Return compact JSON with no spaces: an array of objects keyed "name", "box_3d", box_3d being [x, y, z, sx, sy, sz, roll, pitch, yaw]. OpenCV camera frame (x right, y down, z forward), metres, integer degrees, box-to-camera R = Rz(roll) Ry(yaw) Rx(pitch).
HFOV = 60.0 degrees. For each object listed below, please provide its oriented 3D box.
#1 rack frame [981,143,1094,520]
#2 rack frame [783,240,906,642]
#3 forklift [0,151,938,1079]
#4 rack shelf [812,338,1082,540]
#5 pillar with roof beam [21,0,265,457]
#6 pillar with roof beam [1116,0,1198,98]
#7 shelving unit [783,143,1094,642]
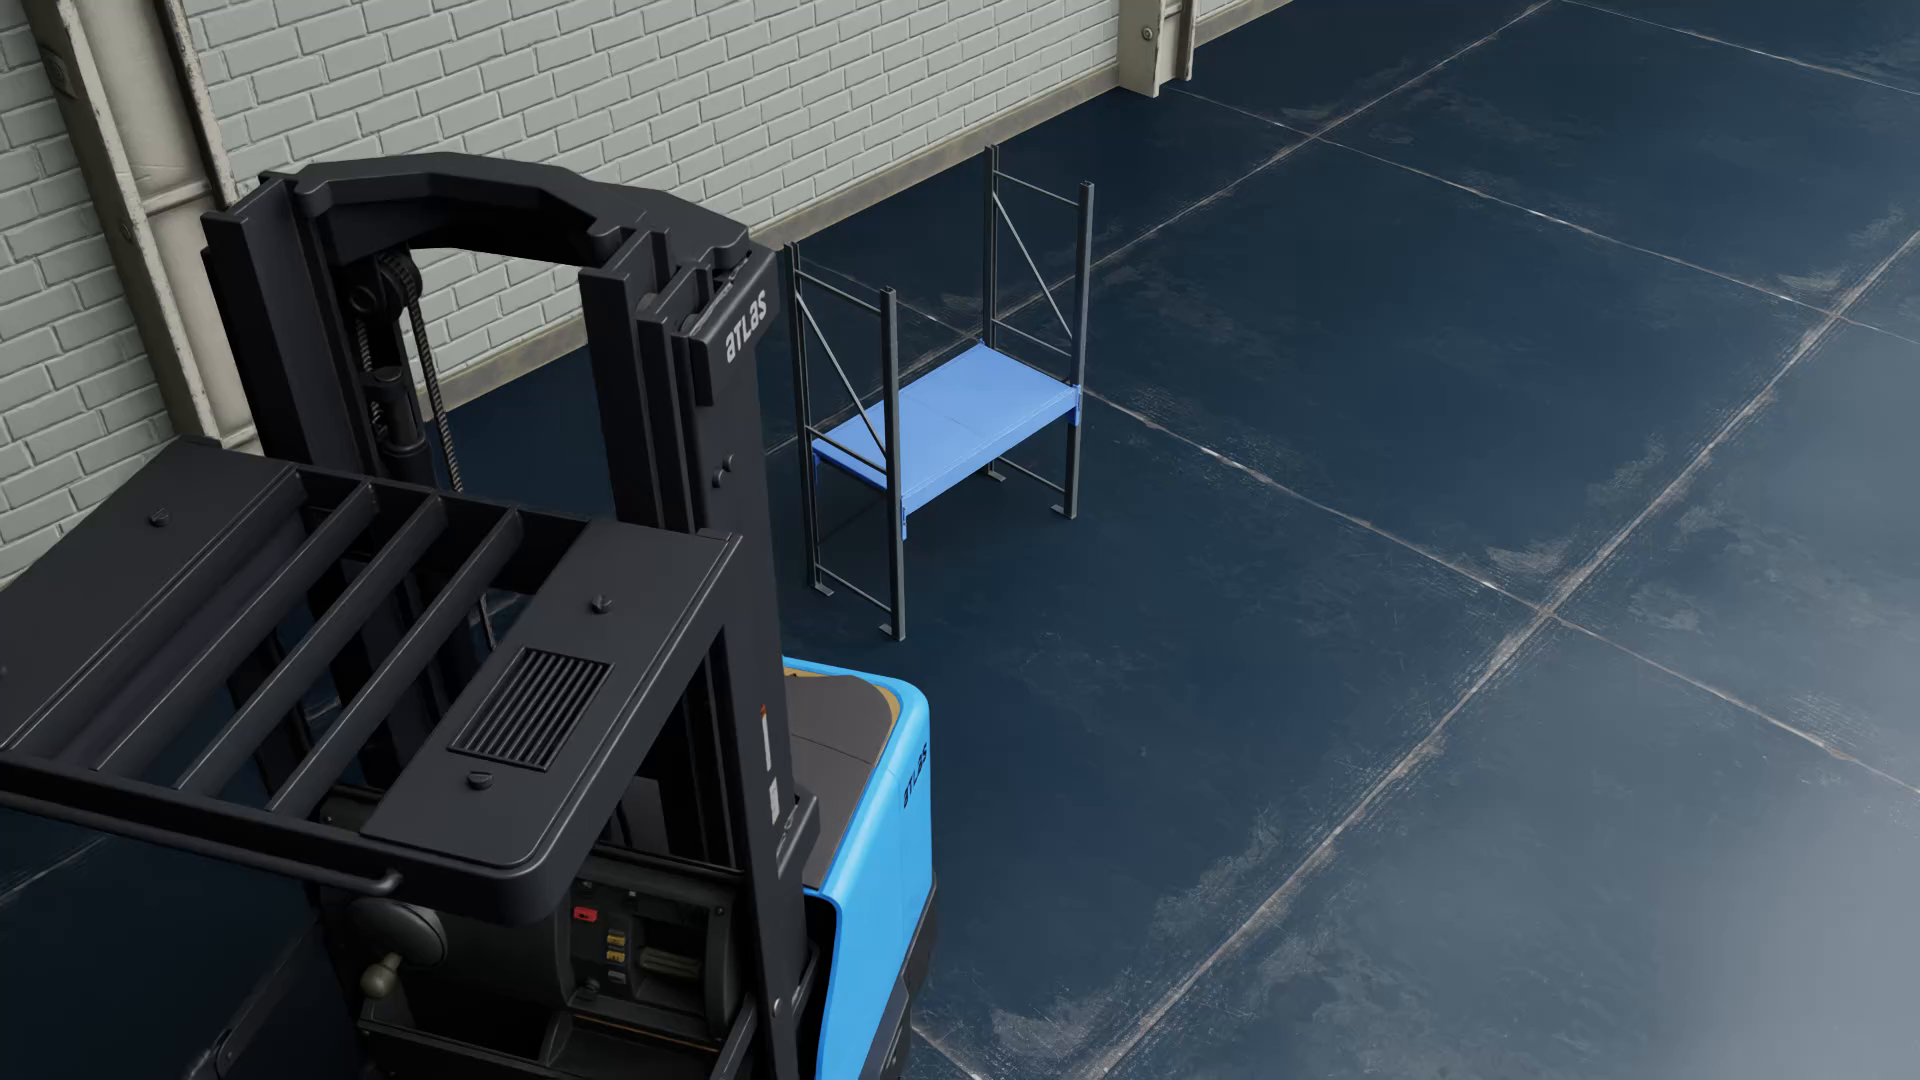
[{"name":"rack frame","box_3d":[0.285,-0.781,6.528,0.500,1.500,0.032,30,47,32]},{"name":"rack frame","box_3d":[-0.400,-0.314,5.940,0.500,1.500,0.032,30,47,32]},{"name":"forklift","box_3d":[-0.964,0.886,3.281,1.130,2.935,3.031,10,40,12]},{"name":"rack shelf","box_3d":[-0.058,-0.407,6.346,0.538,0.185,1.000,30,47,32]},{"name":"pillar with roof beam","box_3d":[0.329,-1.811,1.797,9.100,9.000,0.400,30,47,32]},{"name":"pillar with roof beam","box_3d":[4.377,-4.567,5.263,9.100,9.000,0.400,30,47,32]},{"name":"shelving unit","box_3d":[-0.058,-0.548,6.234,0.538,1.500,1.048,30,47,32]}]
